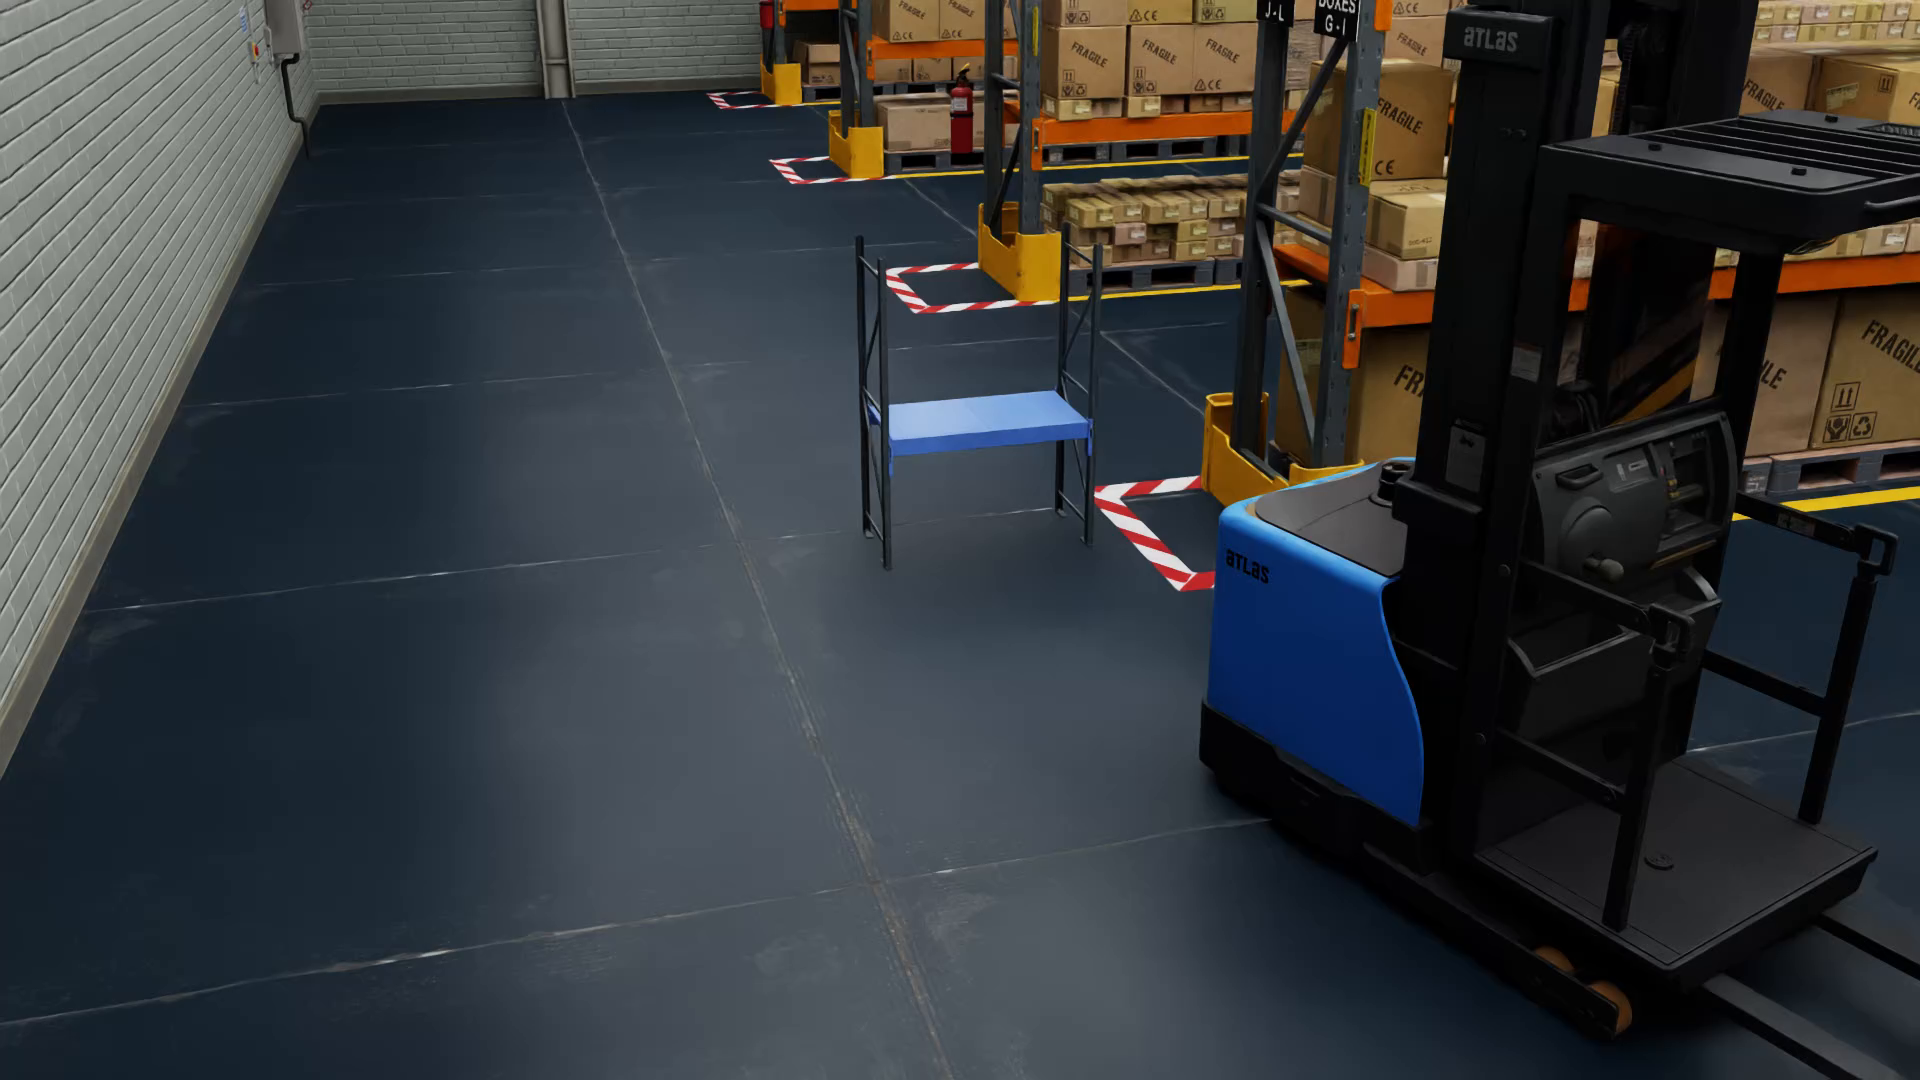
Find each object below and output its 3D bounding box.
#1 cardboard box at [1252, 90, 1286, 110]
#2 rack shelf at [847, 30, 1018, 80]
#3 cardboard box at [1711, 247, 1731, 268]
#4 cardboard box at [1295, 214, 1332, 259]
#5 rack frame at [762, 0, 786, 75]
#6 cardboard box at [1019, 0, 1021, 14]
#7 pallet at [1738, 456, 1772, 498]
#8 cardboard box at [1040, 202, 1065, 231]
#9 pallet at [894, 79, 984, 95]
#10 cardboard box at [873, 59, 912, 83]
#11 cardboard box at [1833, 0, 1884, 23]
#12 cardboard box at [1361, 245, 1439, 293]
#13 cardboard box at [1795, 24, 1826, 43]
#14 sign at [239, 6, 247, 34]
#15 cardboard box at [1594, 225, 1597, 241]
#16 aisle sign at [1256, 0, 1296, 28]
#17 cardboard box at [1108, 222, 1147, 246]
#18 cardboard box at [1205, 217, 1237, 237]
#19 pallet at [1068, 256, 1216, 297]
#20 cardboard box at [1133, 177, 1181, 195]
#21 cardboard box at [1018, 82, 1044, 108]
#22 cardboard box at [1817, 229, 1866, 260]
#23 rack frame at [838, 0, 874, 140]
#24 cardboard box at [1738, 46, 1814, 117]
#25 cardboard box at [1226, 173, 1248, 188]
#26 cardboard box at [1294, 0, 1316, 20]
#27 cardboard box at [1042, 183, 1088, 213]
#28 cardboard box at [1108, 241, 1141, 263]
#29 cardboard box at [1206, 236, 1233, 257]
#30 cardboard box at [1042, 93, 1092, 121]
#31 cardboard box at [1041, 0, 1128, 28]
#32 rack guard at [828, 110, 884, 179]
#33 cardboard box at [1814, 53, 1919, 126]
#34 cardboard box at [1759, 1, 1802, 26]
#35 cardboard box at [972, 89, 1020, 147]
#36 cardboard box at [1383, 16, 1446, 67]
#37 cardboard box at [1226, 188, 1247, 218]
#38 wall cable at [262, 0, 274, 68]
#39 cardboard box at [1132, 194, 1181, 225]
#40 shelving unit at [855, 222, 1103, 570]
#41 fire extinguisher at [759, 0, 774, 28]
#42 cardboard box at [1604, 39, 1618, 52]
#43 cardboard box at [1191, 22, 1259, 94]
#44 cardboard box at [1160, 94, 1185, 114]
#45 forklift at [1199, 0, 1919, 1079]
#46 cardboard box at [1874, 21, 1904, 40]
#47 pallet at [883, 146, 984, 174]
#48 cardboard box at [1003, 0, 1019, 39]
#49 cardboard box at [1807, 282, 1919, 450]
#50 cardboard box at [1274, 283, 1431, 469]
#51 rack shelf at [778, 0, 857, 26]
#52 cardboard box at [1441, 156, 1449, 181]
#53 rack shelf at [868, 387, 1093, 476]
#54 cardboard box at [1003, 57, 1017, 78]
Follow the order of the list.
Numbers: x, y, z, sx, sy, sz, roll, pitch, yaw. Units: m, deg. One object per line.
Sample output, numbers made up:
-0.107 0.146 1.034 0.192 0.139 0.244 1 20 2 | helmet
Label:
2.269 -3.355 12.584 0.250 0.149 0.380 -5 24 -12 | cardboard box
0.871 -5.126 17.304 4.000 0.370 1.077 -6 24 -14 | rack shelf
3.534 -1.442 8.126 0.250 0.149 0.380 -7 24 -16 | cardboard box
1.877 -1.529 8.327 0.250 0.149 0.380 -6 24 -13 | cardboard box
-2.399 -7.128 21.057 0.127 3.000 1.000 -6 24 -14 | rack frame
0.754 -4.160 12.370 0.500 0.500 0.500 -7 24 -15 | cardboard box
3.544 -0.443 9.015 1.213 0.211 1.003 -6 24 -14 | pallet
0.811 -2.559 13.116 0.250 0.149 0.380 -7 24 -16 | cardboard box
-0.386 -6.068 22.124 1.213 0.211 1.003 -6 24 -14 | pallet
-0.951 -6.277 21.713 0.500 0.500 0.700 -5 24 -12 | cardboard box
7.240 -4.298 13.494 0.250 0.149 0.380 -6 24 -13 | cardboard box
2.054 -1.278 7.743 0.250 0.149 0.380 -6 24 -14 | cardboard box
6.740 -4.106 13.423 0.250 0.149 0.380 -6 24 -15 | cardboard box
-6.523 -4.733 15.135 0.001 0.218 0.327 -6 24 -14 | sign
3.141 -1.607 8.005 0.500 0.250 0.500 -7 24 -16 | cardboard box
1.472 -2.782 7.633 0.004 0.787 0.394 -6 24 -14 | aisle sign
1.233 -2.361 12.653 0.250 0.149 0.380 -6 24 -15 | cardboard box
1.951 -2.471 12.910 0.250 0.149 0.380 -7 24 -17 | cardboard box
1.245 -2.175 13.050 1.213 0.211 1.003 -6 24 -14 | pallet
1.560 -2.768 13.225 0.250 0.149 0.380 -7 24 -16 | cardboard box
0.618 -3.402 12.692 0.250 0.149 0.380 -6 24 -14 | cardboard box
4.278 -1.525 8.319 0.250 0.149 0.380 -6 24 -13 | cardboard box
-1.054 -5.243 16.666 0.127 3.000 1.000 -6 24 -14 | rack frame
3.968 -2.259 8.572 0.500 0.500 0.500 -7 24 -16 | cardboard box
2.332 -2.842 13.399 0.250 0.149 0.380 -6 24 -14 | cardboard box
2.365 -4.123 12.282 0.500 0.500 0.500 -7 24 -16 | cardboard box
0.821 -2.684 13.029 0.250 0.149 0.380 -6 24 -14 | cardboard box
1.201 -2.251 12.775 0.250 0.149 0.380 -6 24 -15 | cardboard box
1.934 -2.329 12.957 0.250 0.149 0.380 -6 24 -14 | cardboard box
0.781 -3.170 12.151 0.250 0.149 0.380 -7 24 -15 | cardboard box
0.884 -3.964 11.912 0.500 0.500 0.500 -6 24 -15 | cardboard box
-1.077 -4.092 17.153 0.348 0.500 1.175 -6 24 -14 | rack guard
4.620 -2.117 8.242 0.500 0.500 0.500 -6 24 -14 | cardboard box
6.489 -4.215 13.300 0.250 0.149 0.380 -5 24 -12 | cardboard box
0.433 -4.468 17.575 0.875 0.438 0.875 -6 24 -13 | cardboard box
3.342 -3.770 12.728 0.500 0.500 0.500 -7 24 -16 | cardboard box
2.238 -2.606 12.847 0.250 0.149 0.380 -6 24 -14 | cardboard box
-6.871 -5.638 16.297 0.122 1.984 0.588 -6 24 -14 | wall cable
1.487 -2.511 12.627 0.250 0.149 0.380 -6 24 -15 | cardboard box
0.082 -0.698 7.975 1.048 1.500 0.538 -6 24 -14 | shelving unit
-2.415 -6.730 20.700 0.183 0.674 0.296 -6 24 -14 | fire extinguisher
4.984 -3.911 12.969 0.250 0.149 0.380 -7 24 -15 | cardboard box
1.871 -3.615 12.366 0.500 0.500 0.500 -6 24 -14 | cardboard box
1.501 -3.300 12.456 0.250 0.149 0.380 -5 24 -12 | cardboard box
2.130 -0.106 4.779 1.130 2.935 3.031 -15 27 -31 | forklift
7.474 -4.187 13.612 0.250 0.149 0.380 -5 24 -12 | cardboard box
-0.305 -4.077 17.484 1.213 0.211 1.003 -6 24 -14 | pallet
0.460 -5.343 16.772 0.500 0.500 0.500 -6 24 -15 | cardboard box
4.817 -1.084 9.134 0.875 0.875 0.875 -6 24 -14 | cardboard box
2.217 -0.796 8.463 0.875 0.875 0.875 -6 24 -14 | cardboard box
-0.473 -7.010 21.695 4.000 0.370 1.077 -6 24 -14 | rack shelf
2.506 -1.755 8.349 0.500 0.250 0.500 -7 24 -15 | cardboard box
0.082 -0.533 8.046 1.000 0.185 0.538 -6 24 -14 | rack shelf
0.652 -6.281 22.020 0.258 0.266 0.396 -5 24 -12 | cardboard box
